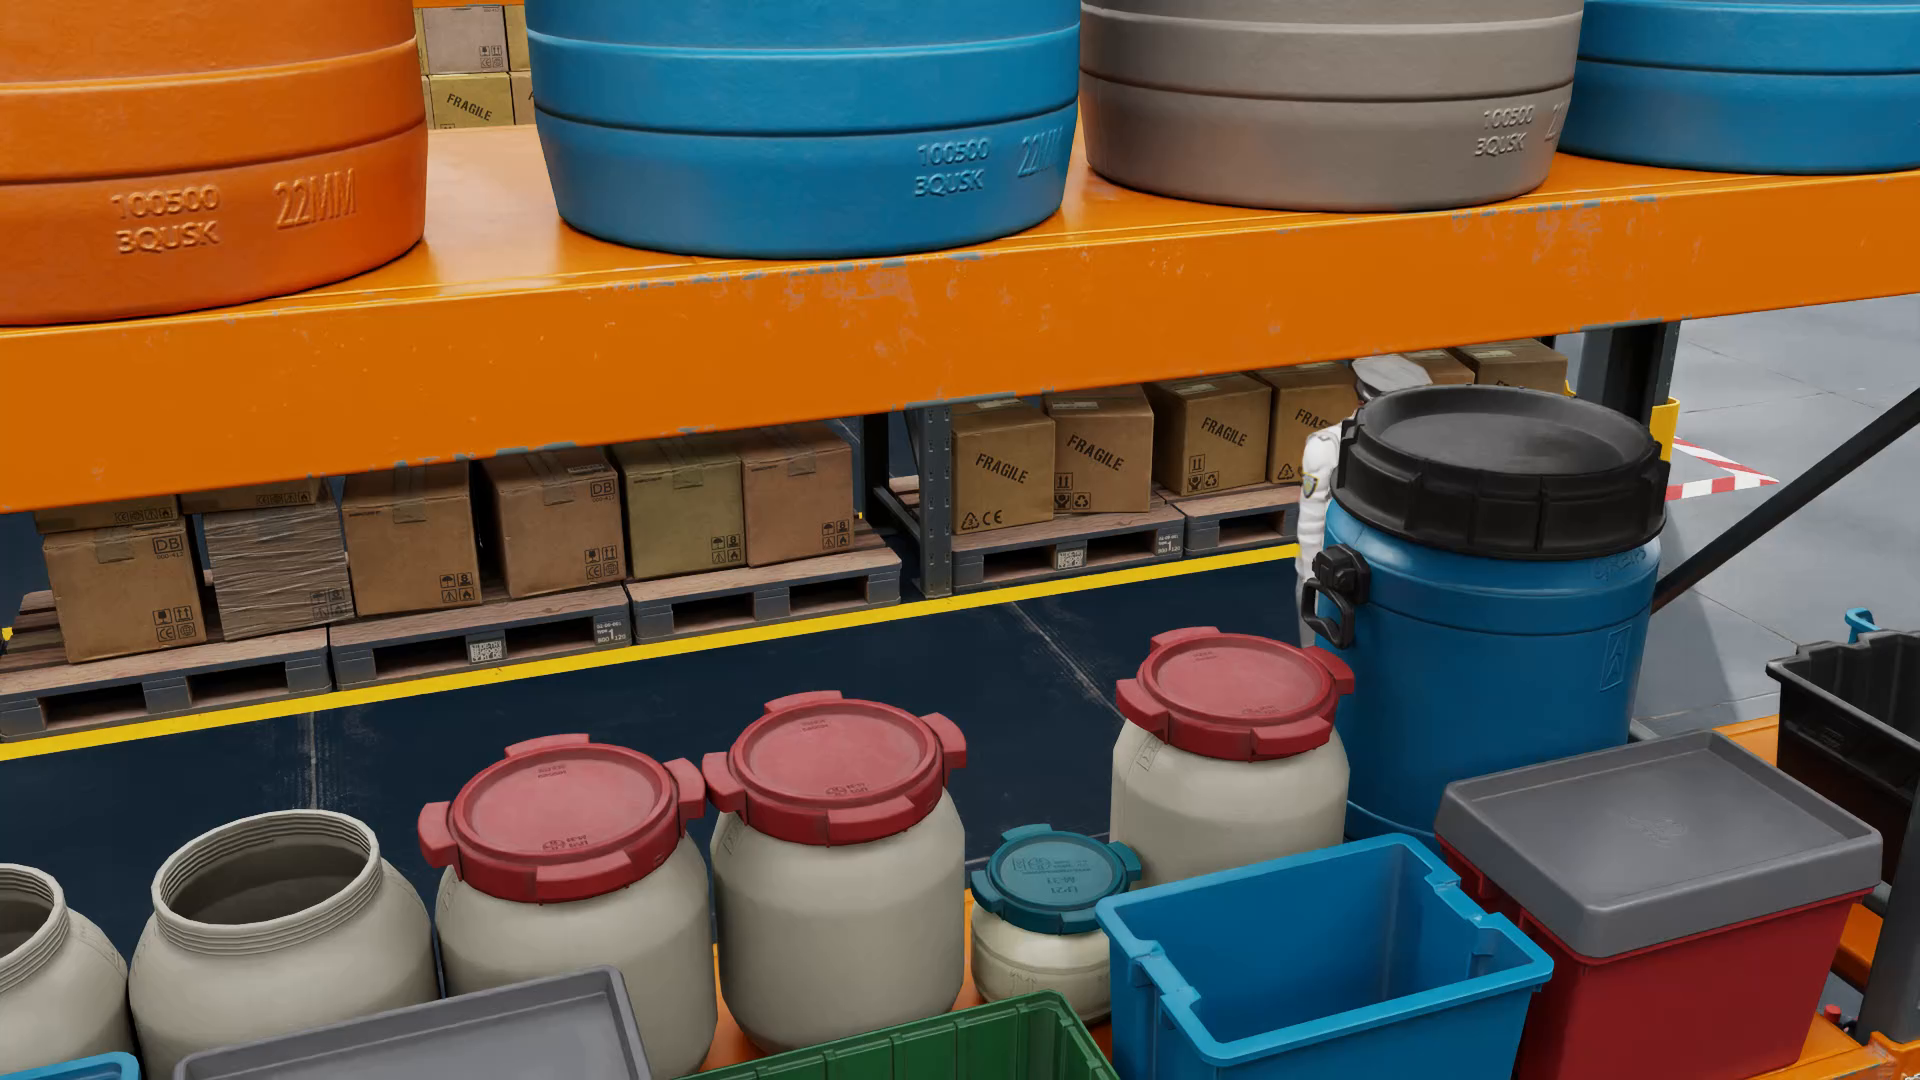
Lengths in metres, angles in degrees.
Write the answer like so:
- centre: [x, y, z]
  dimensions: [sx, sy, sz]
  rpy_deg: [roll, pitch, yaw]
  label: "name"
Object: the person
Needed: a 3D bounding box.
- centre: [1.373, 0.167, 5.726]
  dimensions: [0.485, 1.653, 0.381]
  rpy_deg: [-8, 24, -18]
  label: "person"
